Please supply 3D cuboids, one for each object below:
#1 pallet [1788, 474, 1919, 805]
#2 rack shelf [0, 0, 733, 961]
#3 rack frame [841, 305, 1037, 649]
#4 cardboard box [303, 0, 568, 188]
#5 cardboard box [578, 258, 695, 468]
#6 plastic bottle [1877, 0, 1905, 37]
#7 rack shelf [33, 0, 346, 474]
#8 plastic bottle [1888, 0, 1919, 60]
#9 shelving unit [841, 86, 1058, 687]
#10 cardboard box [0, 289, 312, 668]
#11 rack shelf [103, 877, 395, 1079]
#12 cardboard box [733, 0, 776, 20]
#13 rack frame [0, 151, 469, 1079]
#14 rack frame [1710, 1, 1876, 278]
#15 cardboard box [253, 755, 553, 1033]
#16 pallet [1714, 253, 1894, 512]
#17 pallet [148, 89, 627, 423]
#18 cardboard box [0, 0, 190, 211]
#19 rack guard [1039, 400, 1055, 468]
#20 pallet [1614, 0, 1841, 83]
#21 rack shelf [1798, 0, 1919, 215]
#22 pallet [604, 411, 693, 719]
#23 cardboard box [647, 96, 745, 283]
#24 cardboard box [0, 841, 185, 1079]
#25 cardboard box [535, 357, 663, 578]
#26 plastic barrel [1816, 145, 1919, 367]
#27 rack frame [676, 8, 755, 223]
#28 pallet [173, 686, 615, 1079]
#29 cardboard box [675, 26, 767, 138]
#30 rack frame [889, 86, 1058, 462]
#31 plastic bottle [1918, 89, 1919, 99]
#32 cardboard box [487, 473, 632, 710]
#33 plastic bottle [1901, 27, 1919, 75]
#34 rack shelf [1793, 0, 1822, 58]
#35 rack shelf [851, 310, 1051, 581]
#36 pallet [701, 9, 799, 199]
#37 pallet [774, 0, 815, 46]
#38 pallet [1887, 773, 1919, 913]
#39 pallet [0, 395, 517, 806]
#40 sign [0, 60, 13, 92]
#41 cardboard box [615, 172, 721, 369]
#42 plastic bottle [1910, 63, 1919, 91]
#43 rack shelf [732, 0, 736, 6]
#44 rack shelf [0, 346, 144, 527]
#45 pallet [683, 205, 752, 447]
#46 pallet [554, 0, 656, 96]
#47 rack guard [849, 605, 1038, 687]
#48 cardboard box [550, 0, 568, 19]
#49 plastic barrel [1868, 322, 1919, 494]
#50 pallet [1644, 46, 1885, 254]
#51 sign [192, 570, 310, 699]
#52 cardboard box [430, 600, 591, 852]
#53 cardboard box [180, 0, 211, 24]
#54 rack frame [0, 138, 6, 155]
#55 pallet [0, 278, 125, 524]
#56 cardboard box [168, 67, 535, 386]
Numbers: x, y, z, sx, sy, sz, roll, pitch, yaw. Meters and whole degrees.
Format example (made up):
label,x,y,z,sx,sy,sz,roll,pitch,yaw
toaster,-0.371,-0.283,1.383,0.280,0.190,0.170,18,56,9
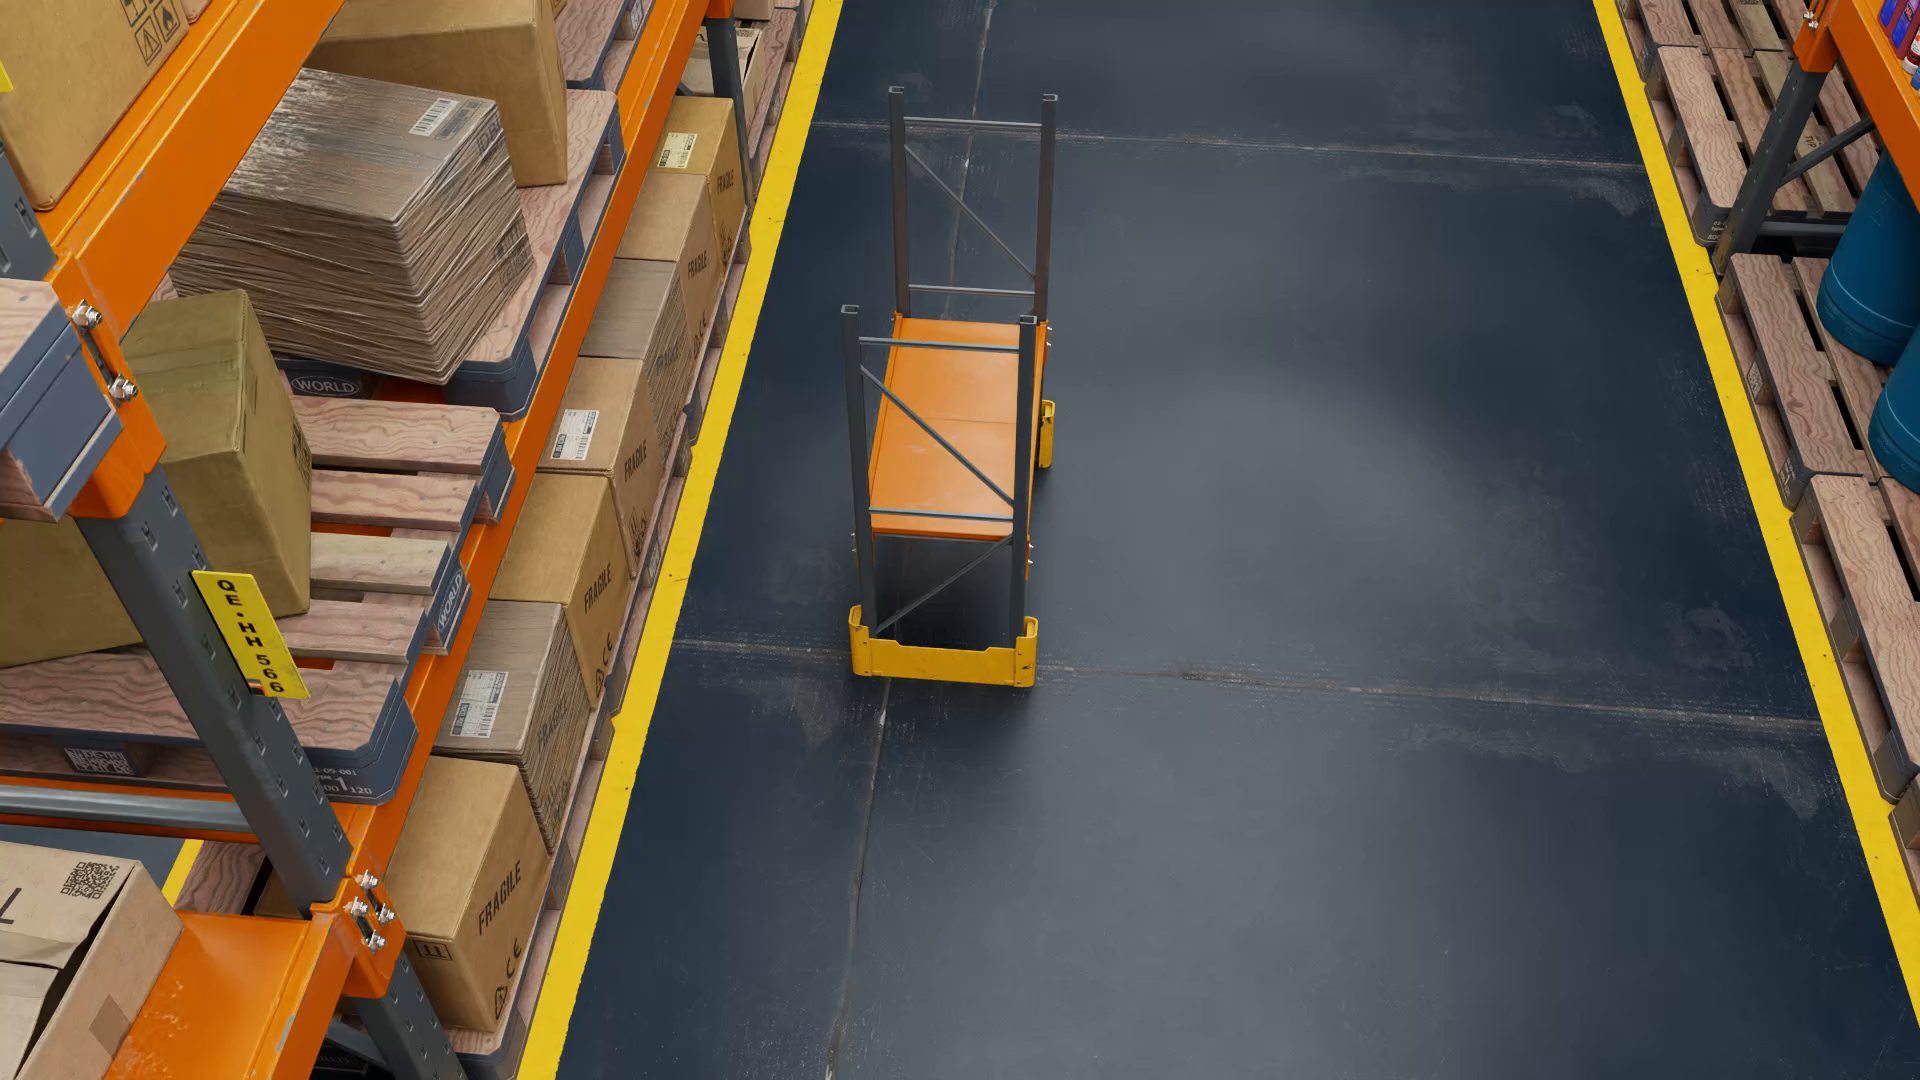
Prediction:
label,x,y,z,sx,sy,sz,roll,pitch,yaw
pallet,3.341,0.320,5.314,1.003,0.211,1.213,4,48,4
rack shelf,-1.553,-0.708,4.852,1.077,0.370,4.000,4,48,4
rack frame,-0.054,-0.070,4.798,0.500,1.500,0.032,4,48,4
cardboard box,-1.471,-1.293,4.548,0.700,0.500,0.500,-7,48,-6
cardboard box,-1.230,-0.612,5.673,0.500,0.500,0.500,4,48,4
plastic bottle,3.103,-1.804,5.446,0.061,0.283,0.133,4,48,4
rack shelf,-1.553,-1.720,3.745,1.077,0.370,4.000,4,48,4
plastic bottle,3.091,-1.706,5.357,0.061,0.283,0.133,4,48,4
shelving unit,-0.007,-0.450,5.145,0.587,1.500,1.083,4,48,4
cardboard box,-1.790,-0.127,3.481,0.700,0.500,0.500,-11,48,-10
rack shelf,-1.918,2.232,2.164,1.077,0.370,4.000,4,48,4
cardboard box,-1.049,-2.542,7.665,0.380,0.166,0.250,4,48,4
rack frame,-1.736,0.519,3.242,1.000,3.000,0.127,4,48,4
rack frame,3.561,-2.084,5.623,1.000,3.000,0.127,4,48,4
cardboard box,-1.410,0.899,4.291,0.500,0.500,0.500,6,48,5
pallet,3.449,-0.579,6.136,1.003,0.211,1.213,4,48,4
pallet,-1.563,-0.845,4.620,1.003,0.211,1.213,4,48,4
cardboard box,-1.729,-0.850,2.394,0.910,0.500,0.500,4,48,4
rack guard,0.038,-0.394,5.941,0.587,0.250,0.087,4,48,4
pallet,3.698,-2.585,7.971,1.003,0.211,1.213,4,48,4
rack shelf,3.379,-0.372,4.545,1.077,0.370,4.000,4,48,4
pallet,-1.516,0.020,5.588,1.003,0.211,1.213,4,48,4
cardboard box,-1.131,-1.343,6.341,0.500,0.500,0.500,4,48,3
cardboard box,-1.812,0.814,3.033,0.500,0.311,0.500,7,48,6
cardboard box,-1.274,-0.238,5.331,0.500,0.500,0.500,2,48,2
plastic barrel,3.495,-1.119,5.878,0.600,0.901,0.708,4,48,4
rack frame,-1.371,-2.420,5.931,1.000,3.000,0.127,4,48,4
pallet,-1.630,0.914,4.771,1.003,0.211,1.213,4,48,4
cardboard box,-1.117,-1.955,7.029,0.500,0.311,0.500,4,48,4
rack frame,0.039,-0.817,5.481,0.500,1.500,0.032,4,48,4
plastic bottle,3.106,-1.459,5.136,0.152,0.276,0.135,4,48,4
cardboard box,-1.317,0.146,4.980,0.500,0.500,0.500,3,48,3
plastic bottle,3.099,-1.592,5.308,0.097,0.201,0.097,0,48,0
rack shelf,3.744,-3.311,7.233,1.077,0.370,4.000,4,48,4
rack shelf,-0.008,-0.322,5.272,0.538,0.185,1.000,4,48,4
pallet,-1.308,-1.983,7.421,1.003,0.211,1.213,4,48,4
pallet,-1.199,-2.882,8.243,1.003,0.211,1.213,4,48,4
pallet,3.227,1.214,4.496,1.003,0.211,1.213,4,48,4
pallet,-1.744,0.081,3.773,1.213,0.211,1.003,4,48,4
sign,-1.184,-0.651,1.876,0.100,0.325,0.005,4,48,4
cardboard box,-1.184,-0.980,6.010,0.500,0.500,0.500,4,48,4
plastic bottle,3.090,-1.544,5.217,0.097,0.271,0.097,0,48,0
rack shelf,-1.189,-3.647,7.540,1.077,0.370,4.000,4,48,4
rack shelf,-1.918,1.219,1.057,1.077,0.370,4.000,4,48,4
pallet,-1.408,-0.879,6.411,1.003,0.211,1.213,4,48,4
pallet,-1.553,-1.775,5.471,1.003,0.211,1.213,4,48,4
rack guard,-0.052,0.338,5.272,0.587,0.250,0.087,4,48,4
cardboard box,-1.637,-1.753,4.968,0.700,0.500,0.500,11,48,10
plastic barrel,3.430,-0.599,5.402,0.600,0.901,0.708,4,48,4
pallet,3.590,-1.686,7.149,1.003,0.211,1.213,4,48,4
sign,-1.183,0.163,2.783,0.100,0.325,0.005,4,48,4
cardboard box,-1.367,0.514,4.643,0.500,0.500,0.500,2,48,2
cardboard box,-1.683,-1.224,2.737,0.910,0.500,0.500,4,48,4
rack frame,-1.736,-1.505,1.029,1.000,3.000,0.127,4,48,4
pallet,-1.708,0.075,1.743,1.213,0.211,1.003,6,48,5
cardboard box,-1.517,-0.786,4.084,0.700,0.500,0.500,12,49,11
